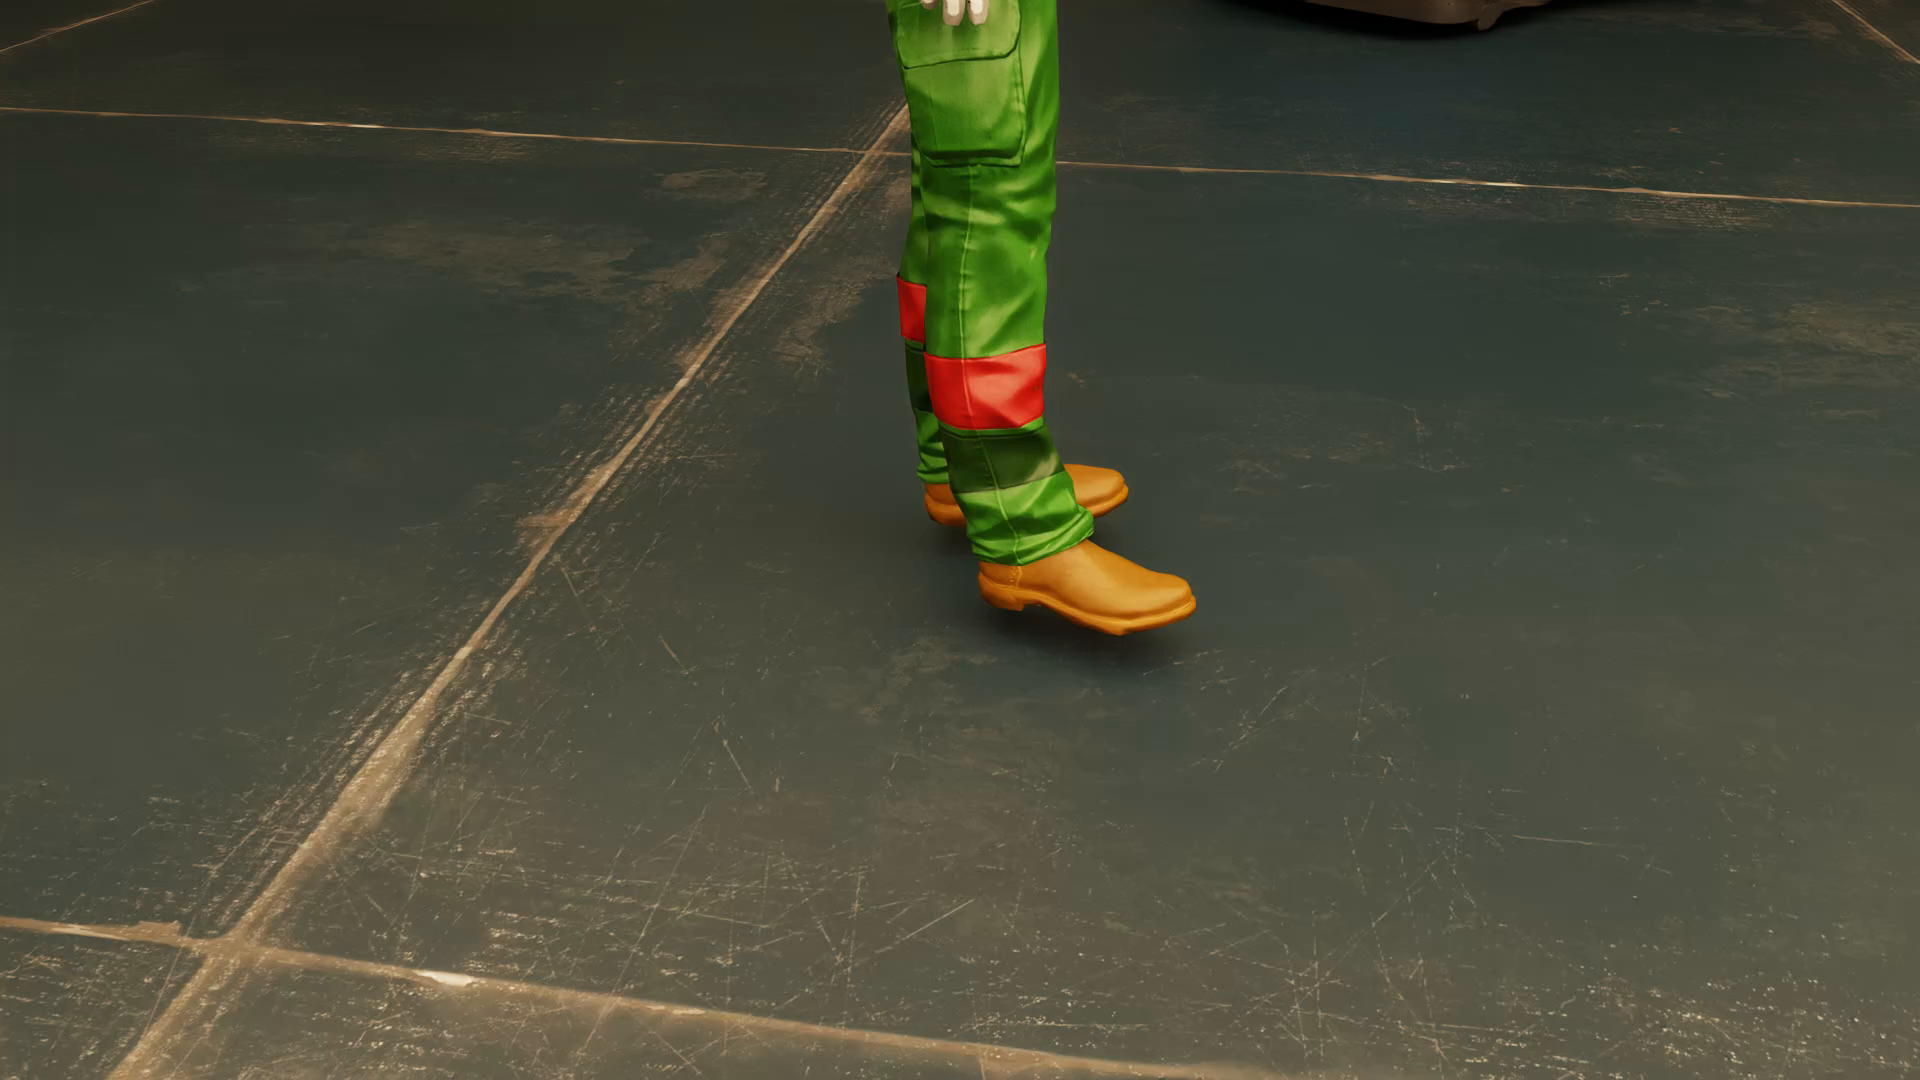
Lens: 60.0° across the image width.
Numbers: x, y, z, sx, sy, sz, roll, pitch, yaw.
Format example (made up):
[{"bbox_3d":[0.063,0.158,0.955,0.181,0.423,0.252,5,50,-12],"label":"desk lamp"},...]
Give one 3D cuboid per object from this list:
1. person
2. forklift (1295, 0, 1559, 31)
[{"bbox_3d":[0.076,-0.811,2.020,0.564,1.787,0.637,5,29,9],"label":"person"},{"bbox_3d":[2.267,-3.550,5.881,3.031,2.935,1.130,-26,38,-38],"label":"forklift"}]
